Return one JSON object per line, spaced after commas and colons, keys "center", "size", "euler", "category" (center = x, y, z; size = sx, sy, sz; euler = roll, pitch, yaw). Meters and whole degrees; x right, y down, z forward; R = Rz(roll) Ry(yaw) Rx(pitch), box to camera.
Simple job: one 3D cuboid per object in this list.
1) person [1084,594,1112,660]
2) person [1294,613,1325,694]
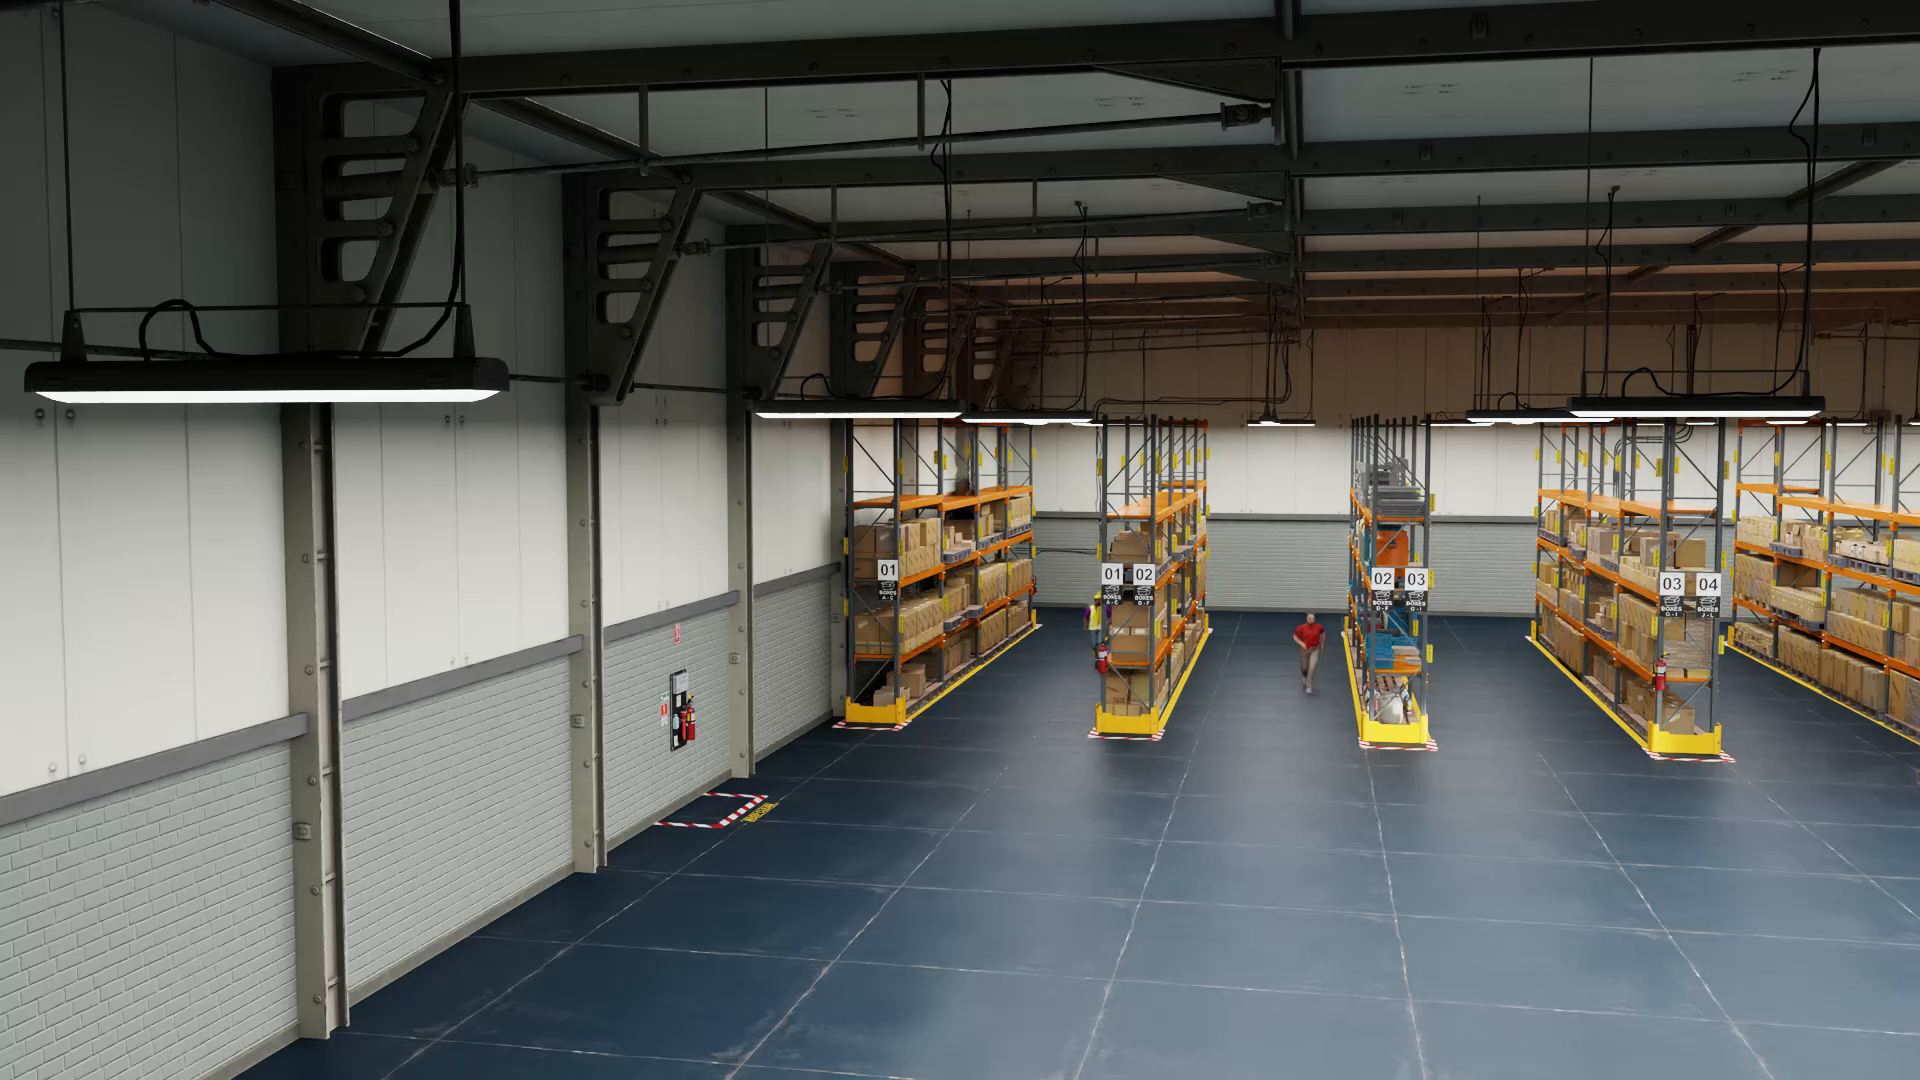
{"center": [3.360, 2.184, 40.466], "size": [0.716, 1.731, 0.583], "euler": [1, 4, 8], "category": "person"}
{"center": [7.642, 2.400, 36.370], "size": [0.686, 1.617, 0.972], "euler": [1, 4, 8], "category": "person"}
